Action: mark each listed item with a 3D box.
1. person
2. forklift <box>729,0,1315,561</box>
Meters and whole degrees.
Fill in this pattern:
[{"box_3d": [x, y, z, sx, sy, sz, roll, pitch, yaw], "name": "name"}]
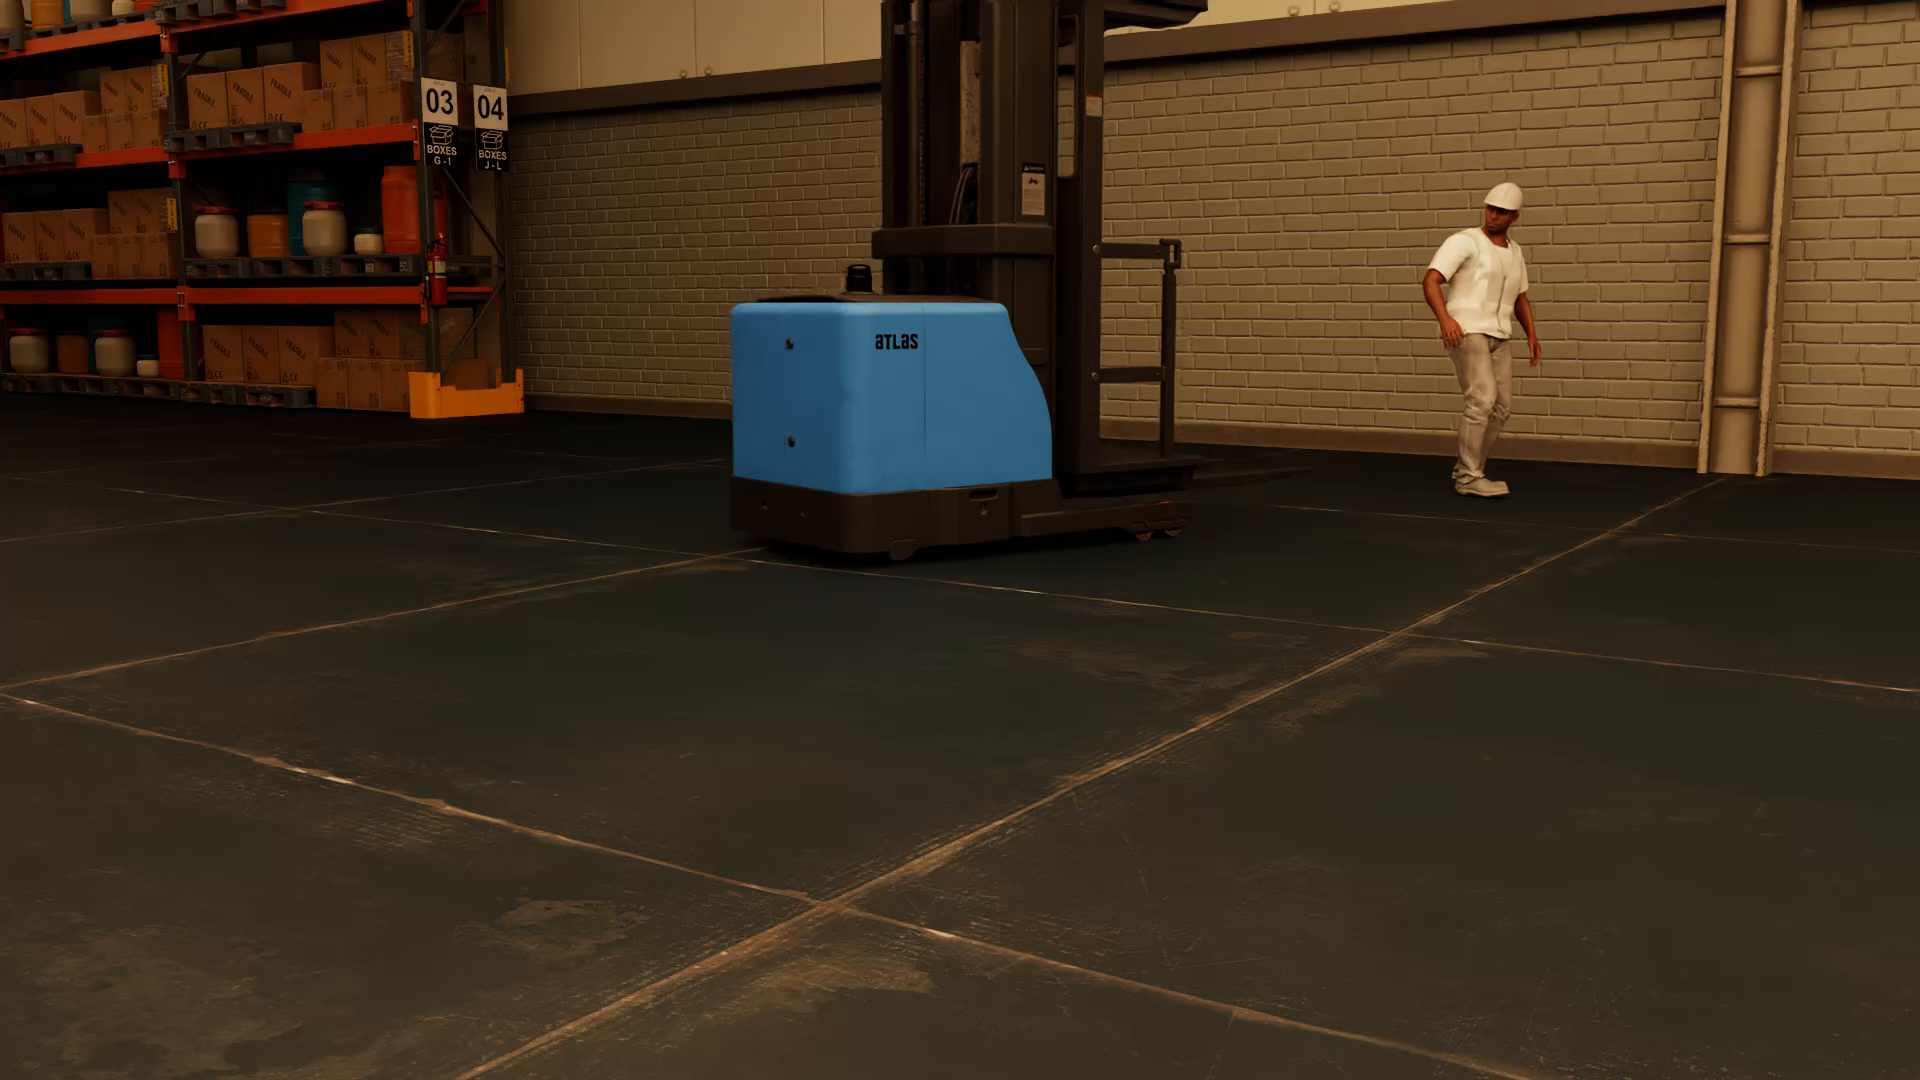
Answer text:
[{"box_3d": [3.001, -1.128, 9.360, 0.789, 1.741, 0.514, -6, 10, -37], "name": "person"}, {"box_3d": [0.446, -1.507, 7.791, 3.031, 2.935, 1.130, -6, 10, -37], "name": "forklift"}]
